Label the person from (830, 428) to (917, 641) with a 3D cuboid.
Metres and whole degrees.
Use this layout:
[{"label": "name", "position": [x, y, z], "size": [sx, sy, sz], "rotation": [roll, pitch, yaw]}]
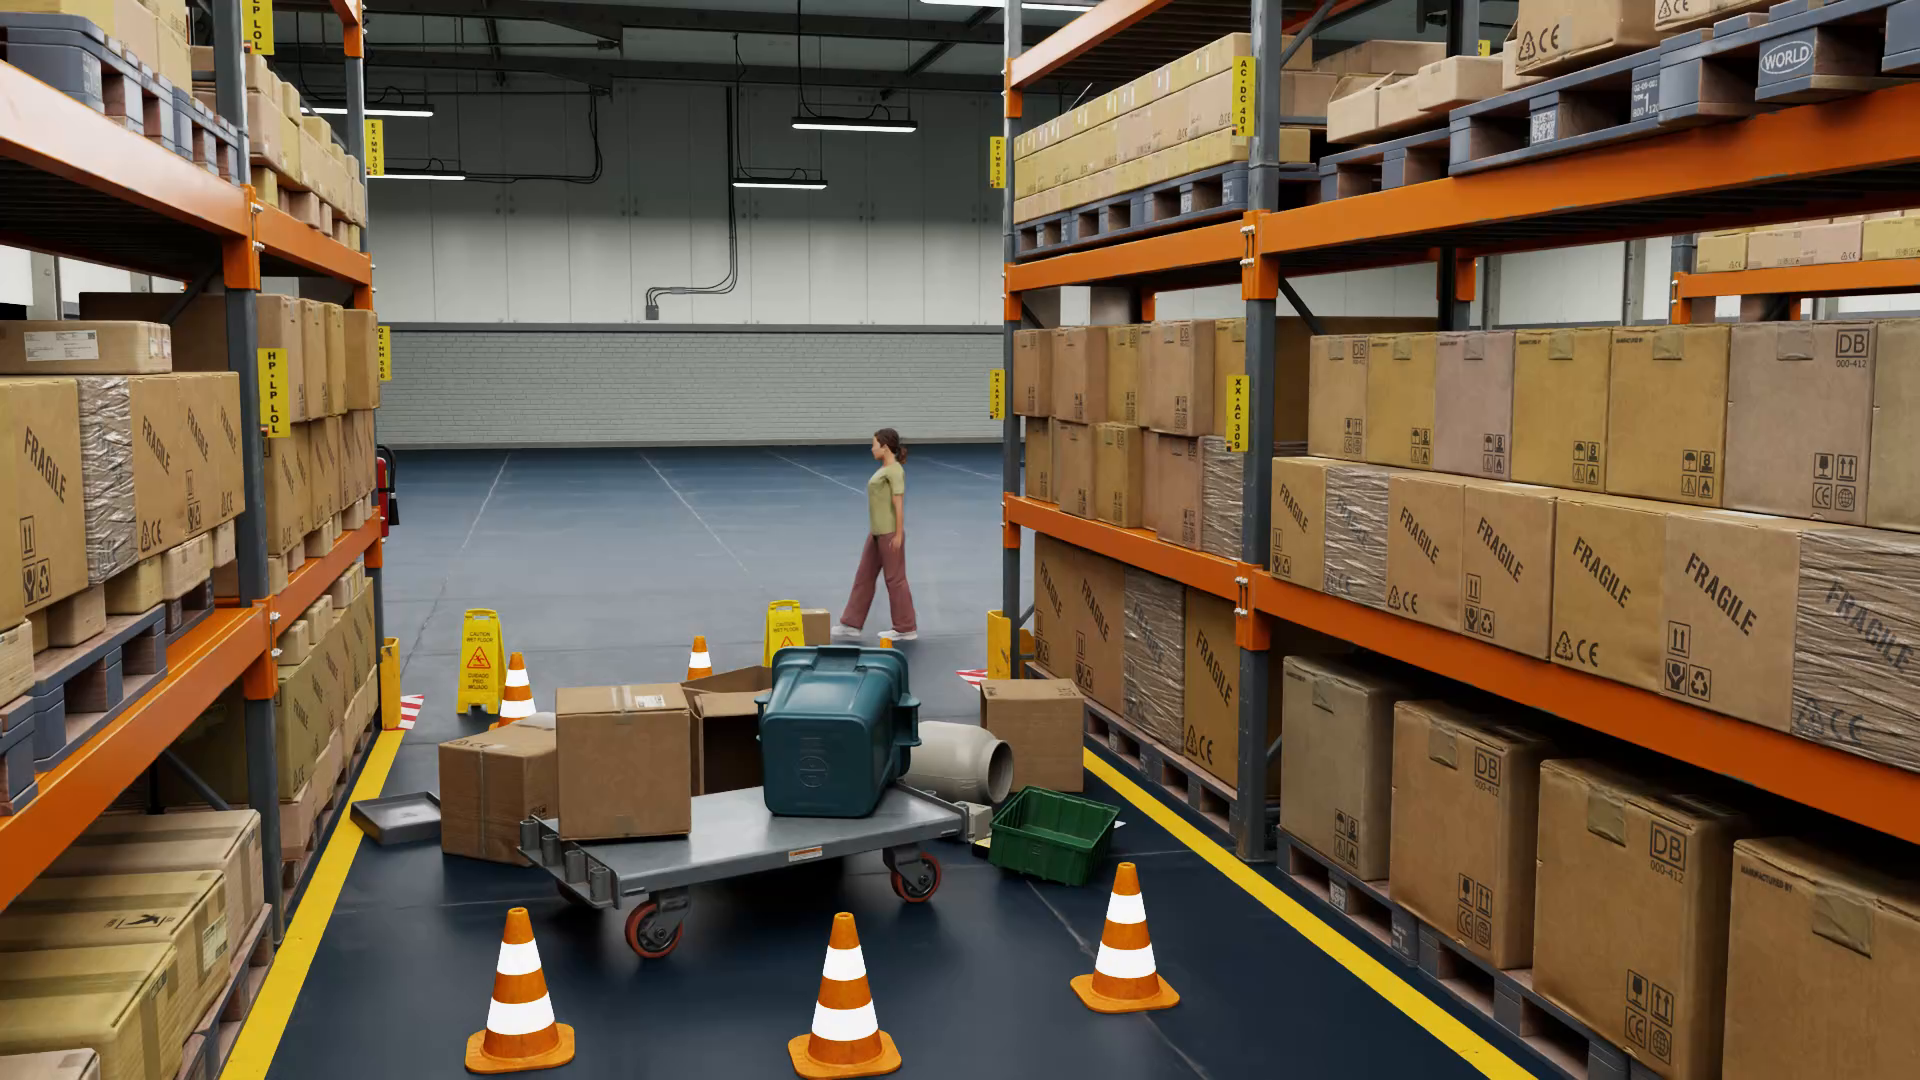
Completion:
[{"label": "person", "position": [-0.697, -0.040, 12.930], "size": [0.725, 1.664, 0.462], "rotation": [-1, 6, -12]}]
